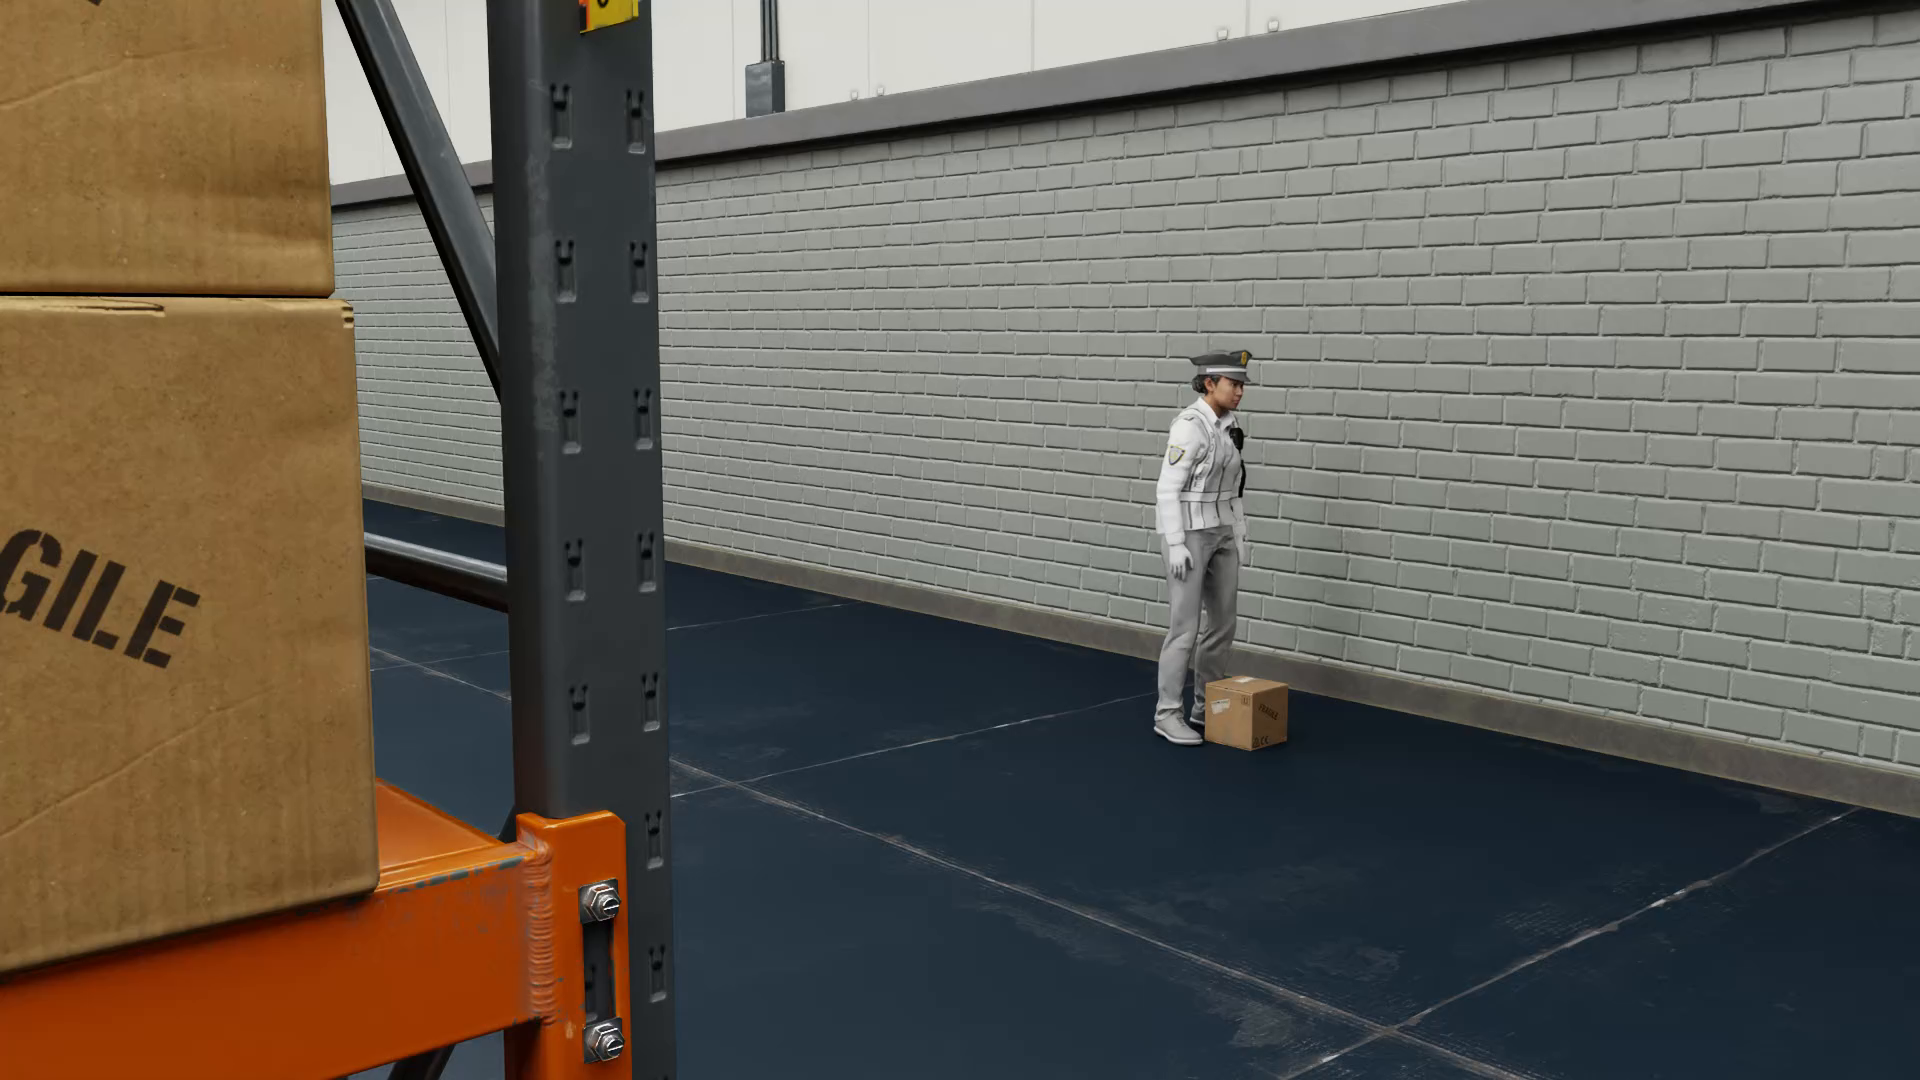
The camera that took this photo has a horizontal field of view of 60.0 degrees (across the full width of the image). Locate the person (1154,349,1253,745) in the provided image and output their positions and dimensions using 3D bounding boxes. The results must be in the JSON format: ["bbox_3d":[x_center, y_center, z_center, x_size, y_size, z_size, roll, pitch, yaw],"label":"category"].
[{"bbox_3d":[1.053,0.013,7.176,0.547,1.663,0.376,-7,11,-44],"label":"person"}]
